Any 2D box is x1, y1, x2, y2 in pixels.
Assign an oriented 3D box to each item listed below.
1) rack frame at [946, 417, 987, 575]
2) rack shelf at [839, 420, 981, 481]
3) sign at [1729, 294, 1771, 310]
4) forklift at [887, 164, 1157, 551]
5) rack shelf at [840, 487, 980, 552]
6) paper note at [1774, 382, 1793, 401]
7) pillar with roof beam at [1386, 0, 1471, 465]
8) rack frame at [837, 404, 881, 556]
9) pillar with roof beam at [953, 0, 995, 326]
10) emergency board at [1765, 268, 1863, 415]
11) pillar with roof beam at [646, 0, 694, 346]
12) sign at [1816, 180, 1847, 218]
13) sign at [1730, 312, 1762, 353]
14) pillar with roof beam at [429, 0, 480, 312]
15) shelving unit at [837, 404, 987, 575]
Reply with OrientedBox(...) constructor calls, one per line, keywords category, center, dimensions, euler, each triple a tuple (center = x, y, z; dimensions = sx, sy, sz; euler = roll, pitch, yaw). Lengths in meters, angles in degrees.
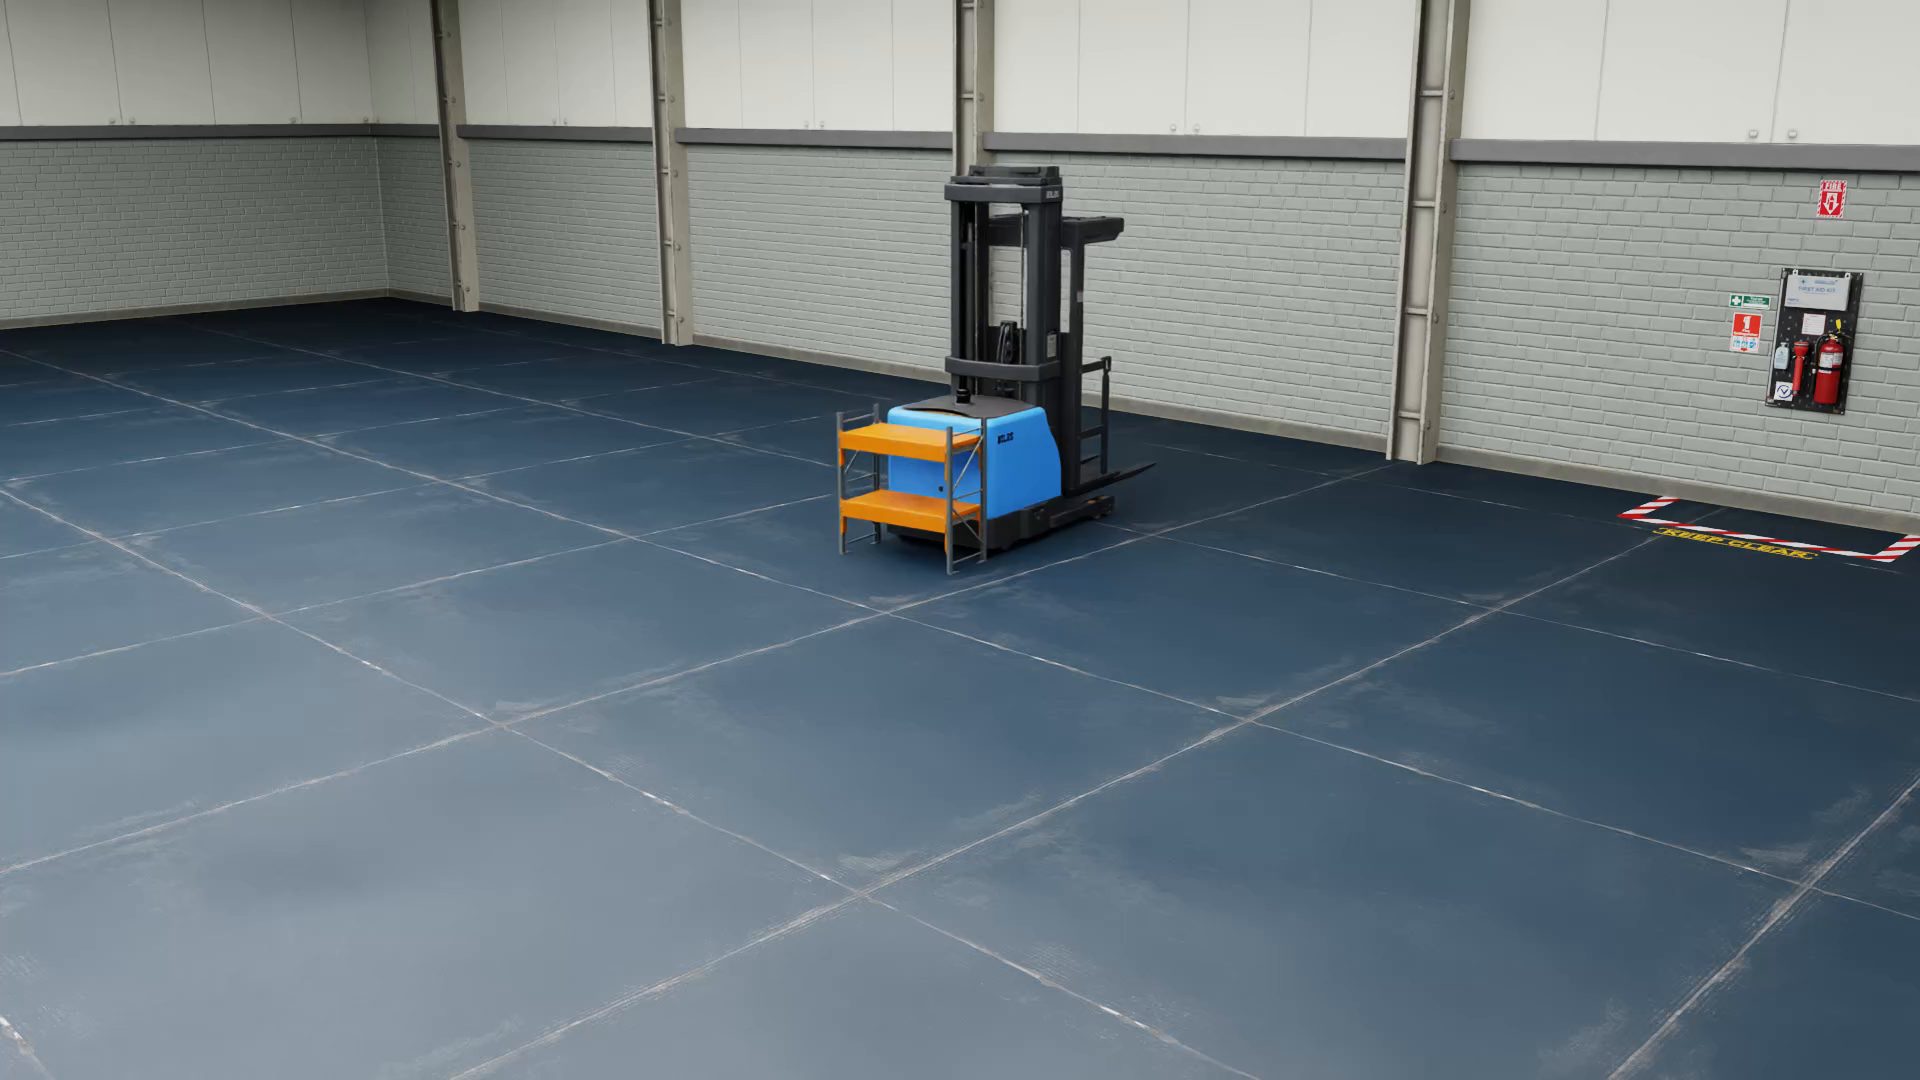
OrientedBox(category="rack frame", center=(0.052, -0.333, 12.481), dimensions=(0.032, 1.125, 0.500), euler=(10, 17, 33))
OrientedBox(category="rack shelf", center=(-0.369, -0.688, 12.683), dimensions=(1.000, 0.278, 0.538), euler=(10, 17, 33))
OrientedBox(category="sign", center=(6.715, -2.026, 14.138), dimensions=(0.331, 0.109, 0.001), euler=(14, 20, 42))
OrientedBox(category="forklift", center=(0.669, -1.653, 13.964), dimensions=(1.130, 2.935, 3.031), euler=(10, 18, 34))
OrientedBox(category="rack shelf", center=(-0.369, -0.169, 12.818), dimensions=(1.000, 0.278, 0.538), euler=(10, 17, 33))
OrientedBox(category="paper note", center=(6.965, -1.257, 14.053), dimensions=(0.142, 0.148, 0.016), euler=(14, 20, 42))
OrientedBox(category="pillar with roof beam", center=(1.489, -4.372, 12.363), dimensions=(0.400, 9.000, 9.100), euler=(14, 20, 42))
OrientedBox(category="rack frame", center=(-0.790, -0.477, 13.032), dimensions=(0.032, 1.125, 0.500), euler=(10, 17, 33))
OrientedBox(category="pillar with roof beam", center=(-2.830, -5.422, 16.393), dimensions=(0.400, 9.000, 9.100), euler=(14, 20, 42))
OrientedBox(category="emergency board", center=(7.044, -1.639, 13.775), dimensions=(0.643, 1.169, 0.194), euler=(14, 20, 42))
OrientedBox(category="pillar with roof beam", center=(-7.149, -6.472, 20.423), dimensions=(0.400, 9.000, 9.100), euler=(14, 20, 42))
OrientedBox(category="sign", center=(7.108, -2.781, 13.557), dimensions=(0.199, 0.298, 0.001), euler=(14, 20, 42))
OrientedBox(category="sign", center=(6.718, -1.772, 14.214), dimensions=(0.234, 0.329, 0.001), euler=(14, 20, 42))
OrientedBox(category="pillar with roof beam", center=(-11.468, -7.522, 24.453), dimensions=(0.400, 9.000, 9.100), euler=(14, 20, 42))
OrientedBox(category="shelving unit", center=(-0.369, -0.405, 12.756), dimensions=(1.048, 1.125, 0.538), euler=(10, 17, 33))
